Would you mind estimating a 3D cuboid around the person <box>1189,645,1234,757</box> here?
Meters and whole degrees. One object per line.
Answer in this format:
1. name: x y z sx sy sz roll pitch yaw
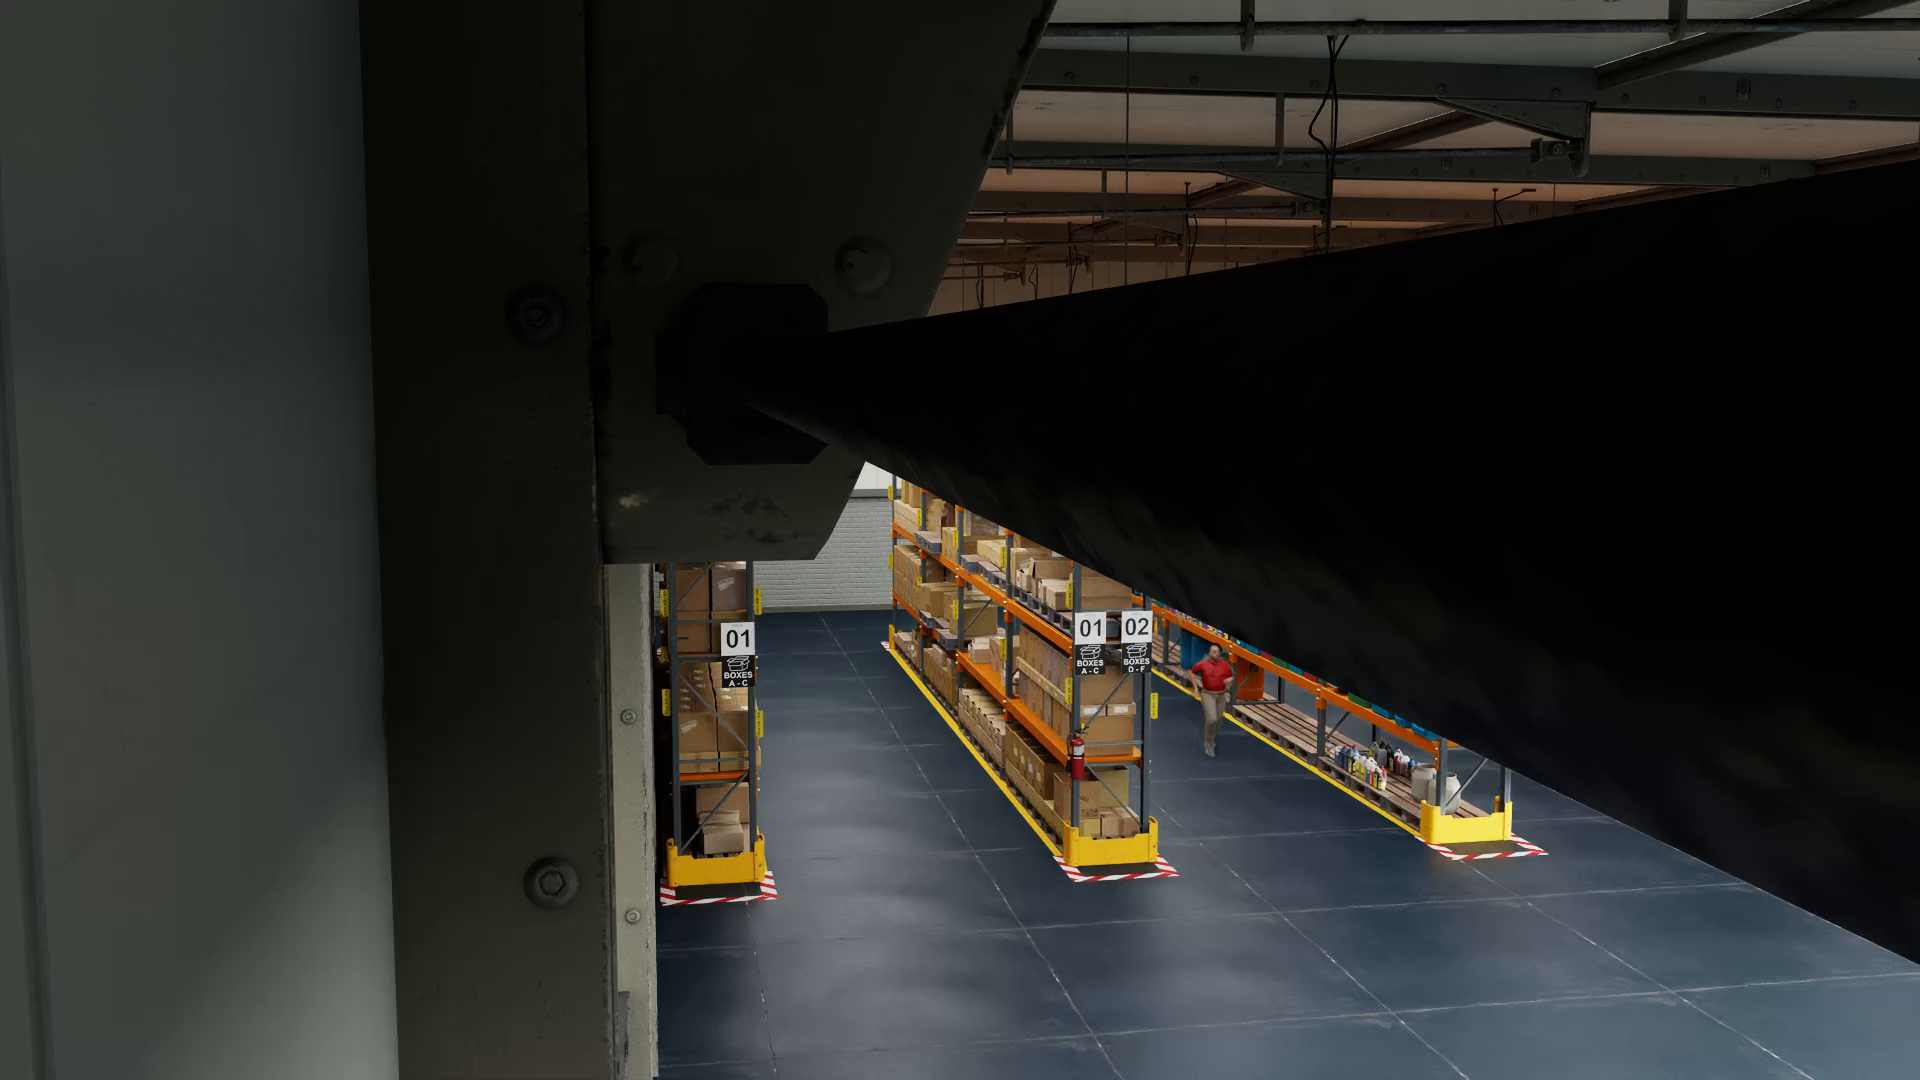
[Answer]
1. person: 4.093 2.589 26.832 0.633 1.801 0.760 -2 6 -16
